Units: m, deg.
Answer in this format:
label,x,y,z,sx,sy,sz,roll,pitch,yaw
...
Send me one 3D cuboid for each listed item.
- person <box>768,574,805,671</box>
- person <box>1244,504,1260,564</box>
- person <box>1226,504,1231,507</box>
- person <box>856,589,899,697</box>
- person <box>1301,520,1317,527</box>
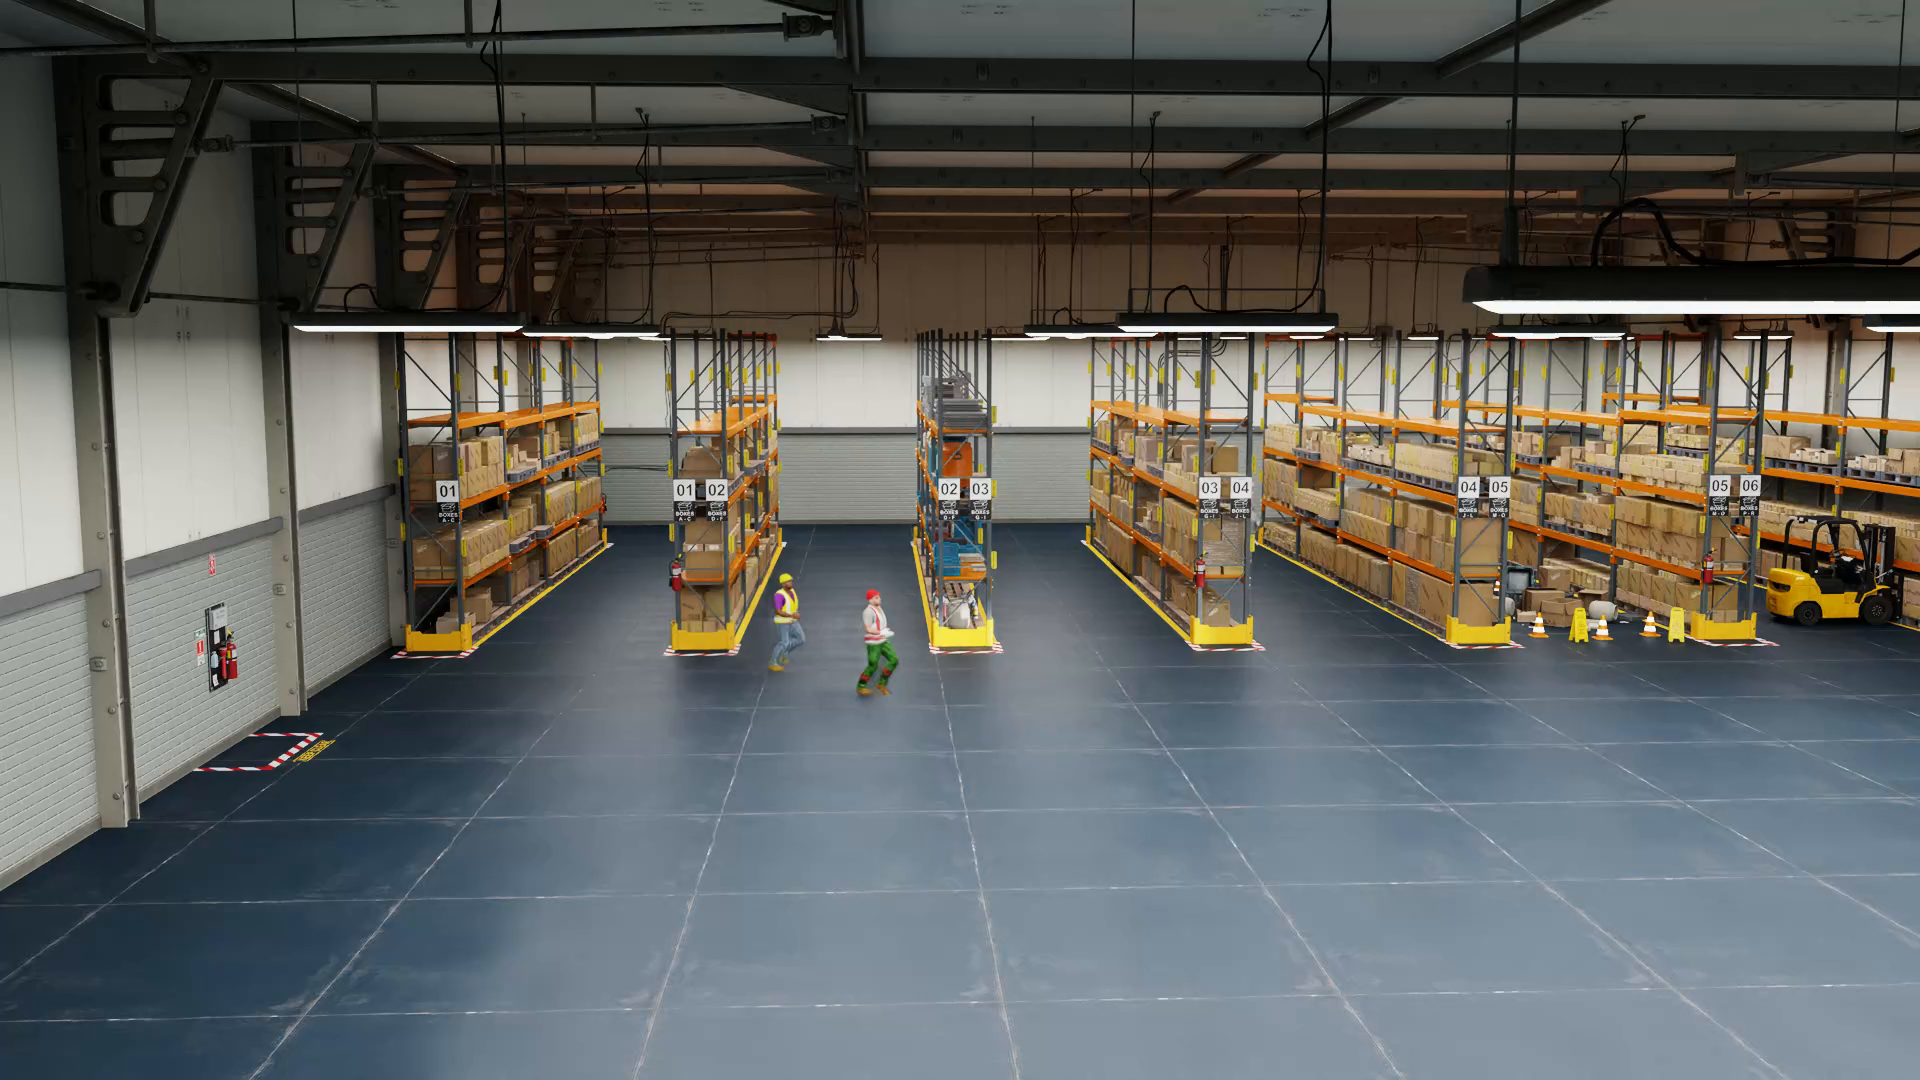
label,x,y,z,sx,sy,sz,roll,pitch,yaw
person,-3.009,1.433,29.128,0.745,1.717,0.721,4,8,28
person,7.594,-0.157,43.567,0.545,1.545,0.623,0,7,-1
person,7.402,-0.698,47.442,0.732,1.700,0.598,1,7,5
person,-1.344,1.676,27.033,0.715,1.785,0.671,3,7,25
person,10.209,-0.917,49.273,0.885,1.710,0.705,1,7,7
